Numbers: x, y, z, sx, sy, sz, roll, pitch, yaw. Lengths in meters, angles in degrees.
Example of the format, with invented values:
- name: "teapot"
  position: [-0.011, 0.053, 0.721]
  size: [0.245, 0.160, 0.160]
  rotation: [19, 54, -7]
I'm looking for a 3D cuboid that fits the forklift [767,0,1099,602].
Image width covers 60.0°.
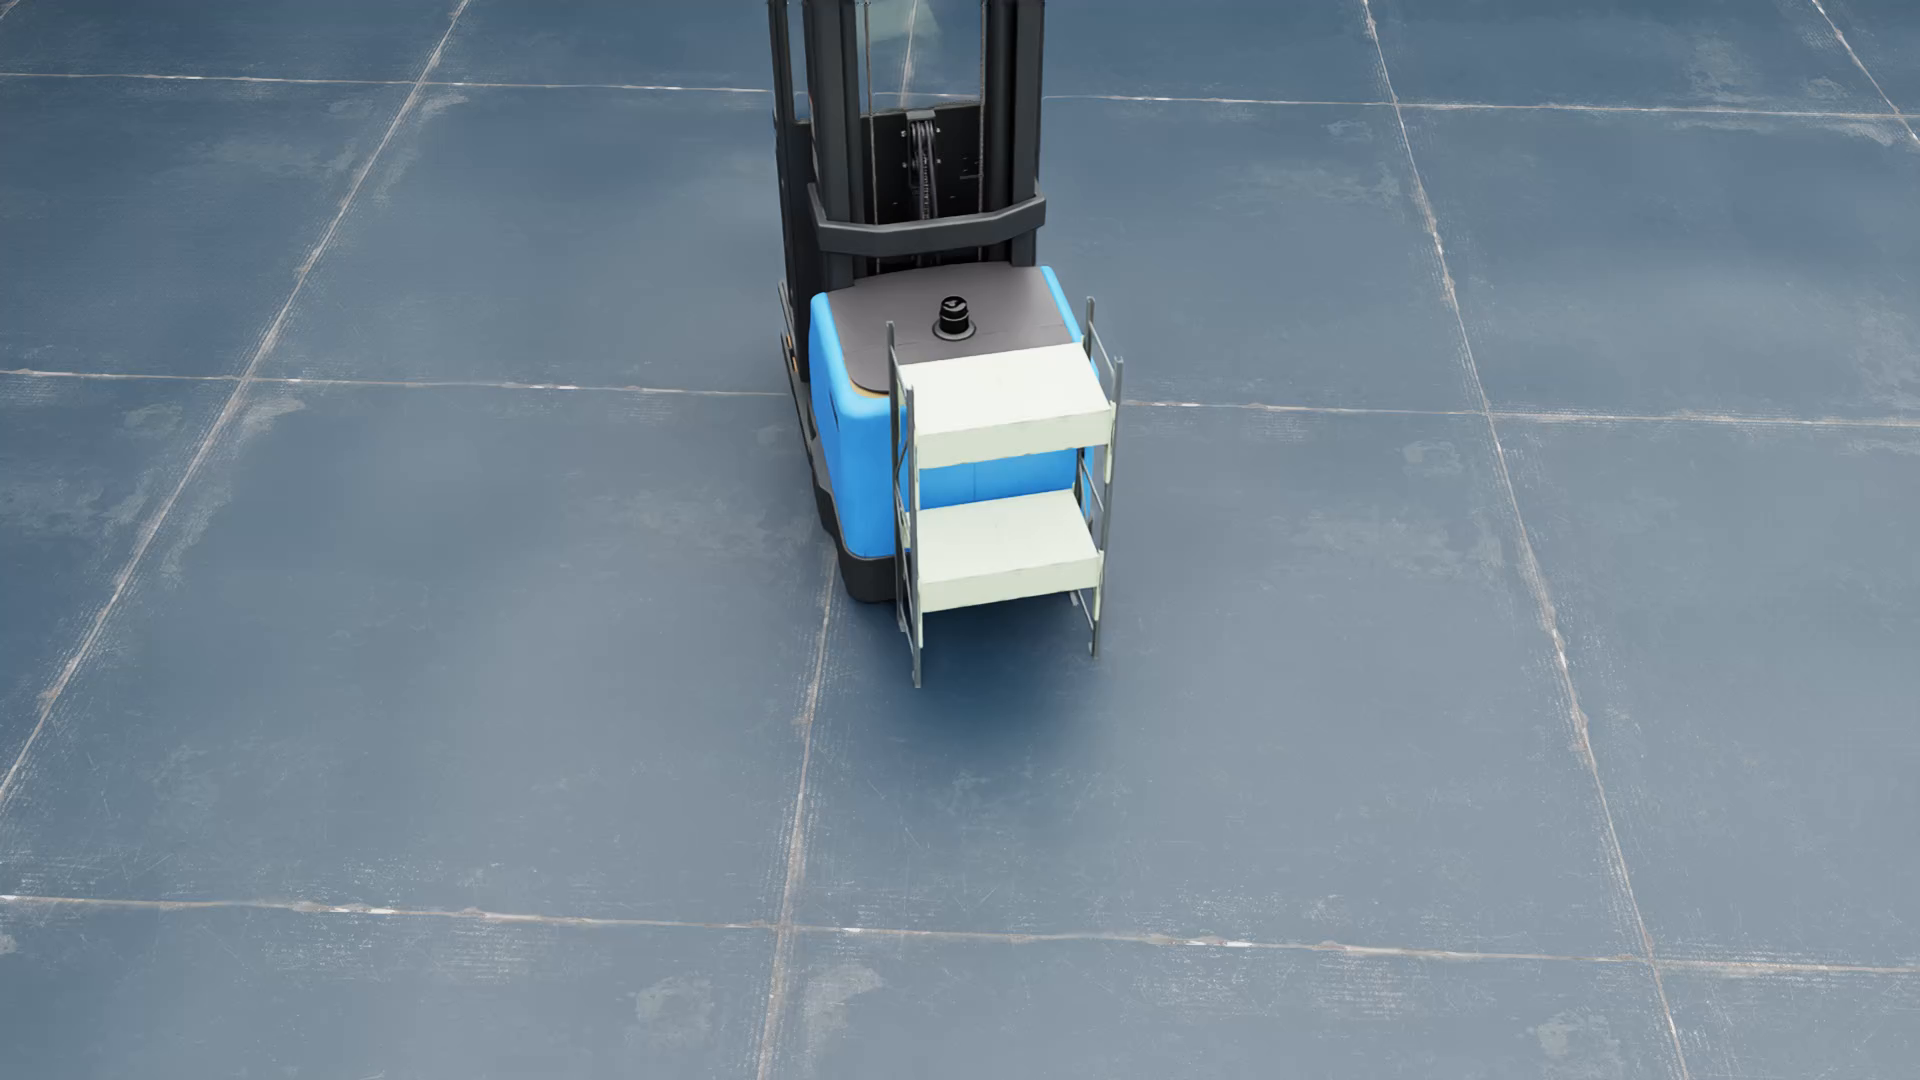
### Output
- name: "forklift"
  position: [-0.258, -1.834, 7.069]
  size: [1.130, 2.935, 3.031]
  rotation: [-8, 44, -9]

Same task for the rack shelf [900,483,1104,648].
- name: "rack shelf"
  position: [0.151, 0.095, 6.525]
  size: [0.720, 0.370, 0.431]
  rotation: [-8, 44, -9]

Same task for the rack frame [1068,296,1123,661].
- name: "rack frame"
  position: [0.509, -0.195, 6.359]
  size: [0.023, 1.500, 0.400]
  rotation: [-8, 44, -9]

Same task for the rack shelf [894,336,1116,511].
- name: "rack shelf"
  position: [0.151, -0.428, 6.036]
  size: [0.720, 0.370, 0.431]
  rotation: [-8, 44, -9]

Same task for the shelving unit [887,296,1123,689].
- name: "shelving unit"
  position: [0.151, -0.143, 6.303]
  size: [0.755, 1.500, 0.431]
  rotation: [-8, 44, -9]

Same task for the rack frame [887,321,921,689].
- name: "rack frame"
  position: [-0.207, -0.090, 6.246]
  size: [0.023, 1.500, 0.400]
  rotation: [-8, 44, -9]
